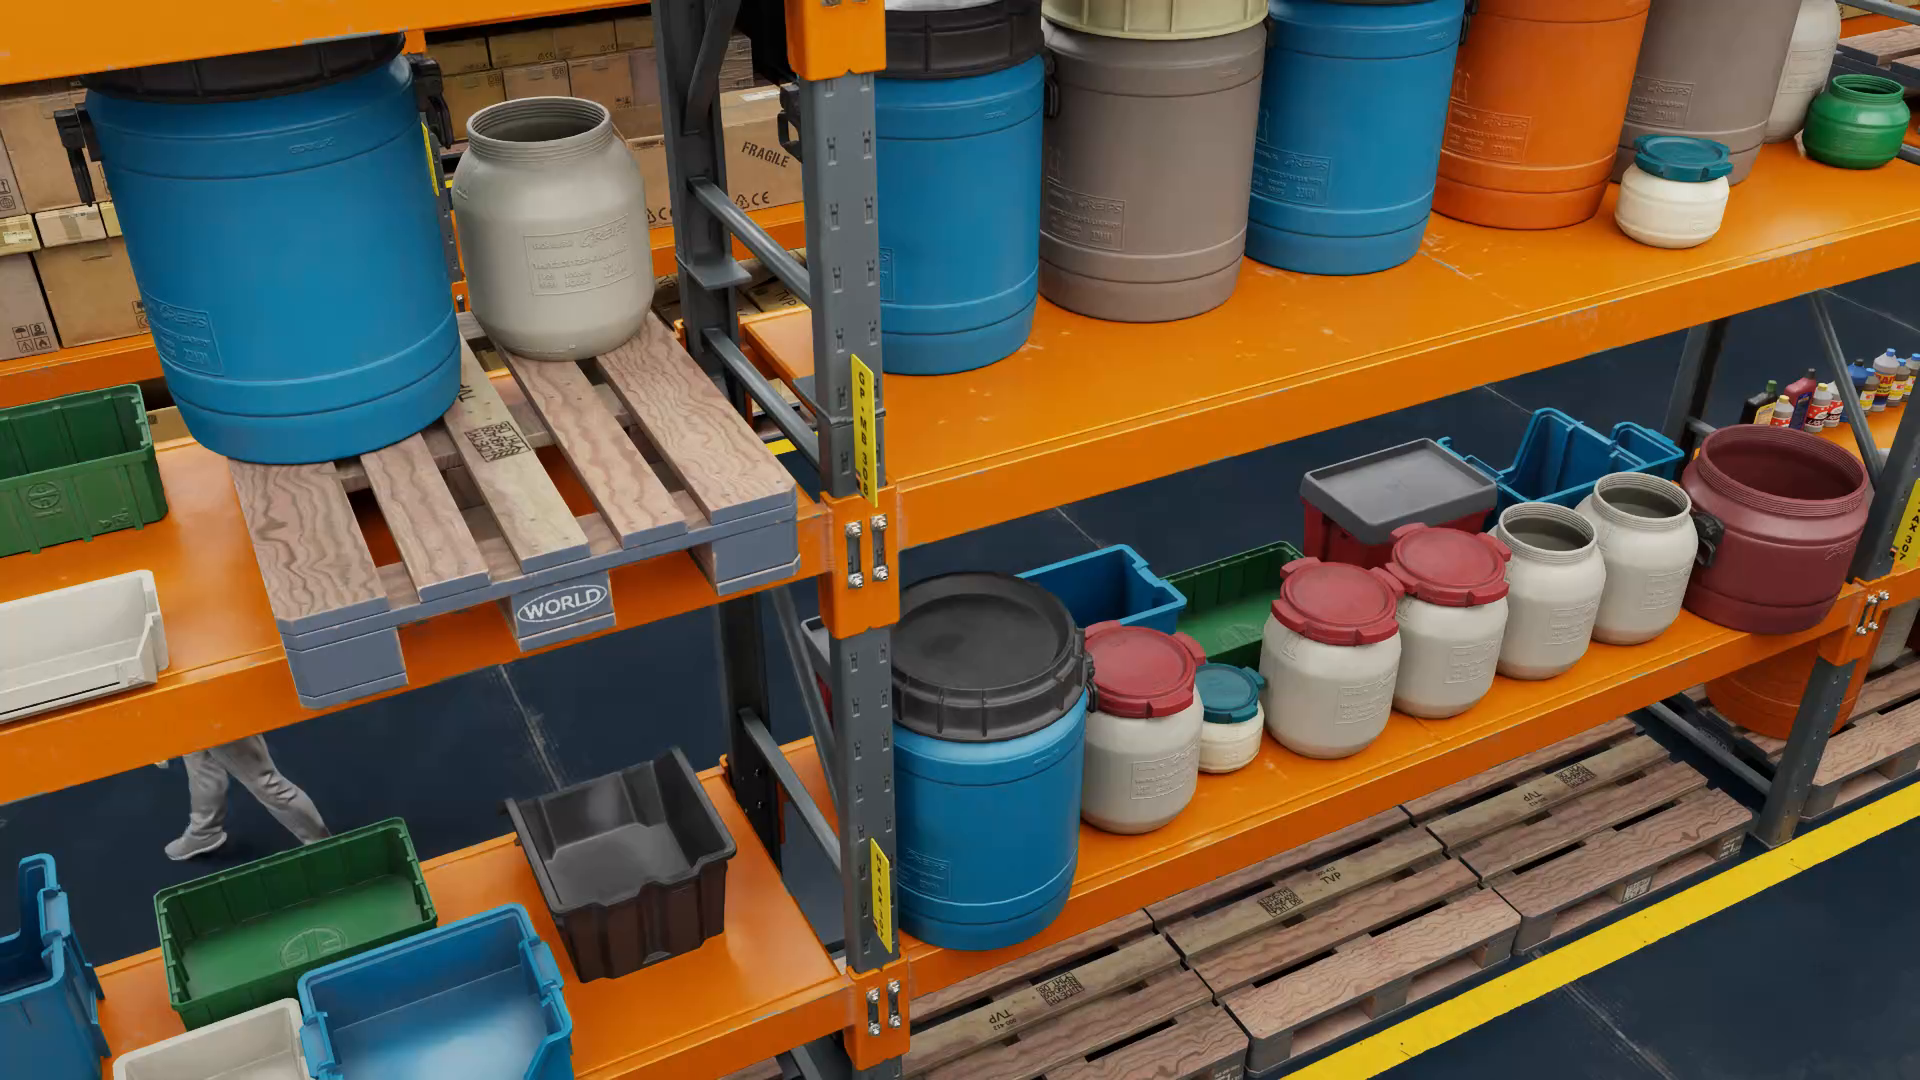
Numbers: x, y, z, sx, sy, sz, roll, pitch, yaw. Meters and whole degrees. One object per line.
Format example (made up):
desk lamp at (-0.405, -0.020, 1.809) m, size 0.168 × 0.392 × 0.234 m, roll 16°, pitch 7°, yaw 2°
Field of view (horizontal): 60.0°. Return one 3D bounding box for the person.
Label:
person at (-2.823, 0.620, 6.186) m, size 0.751 × 1.708 × 0.526 m, roll -4°, pitch 33°, yaw -7°
